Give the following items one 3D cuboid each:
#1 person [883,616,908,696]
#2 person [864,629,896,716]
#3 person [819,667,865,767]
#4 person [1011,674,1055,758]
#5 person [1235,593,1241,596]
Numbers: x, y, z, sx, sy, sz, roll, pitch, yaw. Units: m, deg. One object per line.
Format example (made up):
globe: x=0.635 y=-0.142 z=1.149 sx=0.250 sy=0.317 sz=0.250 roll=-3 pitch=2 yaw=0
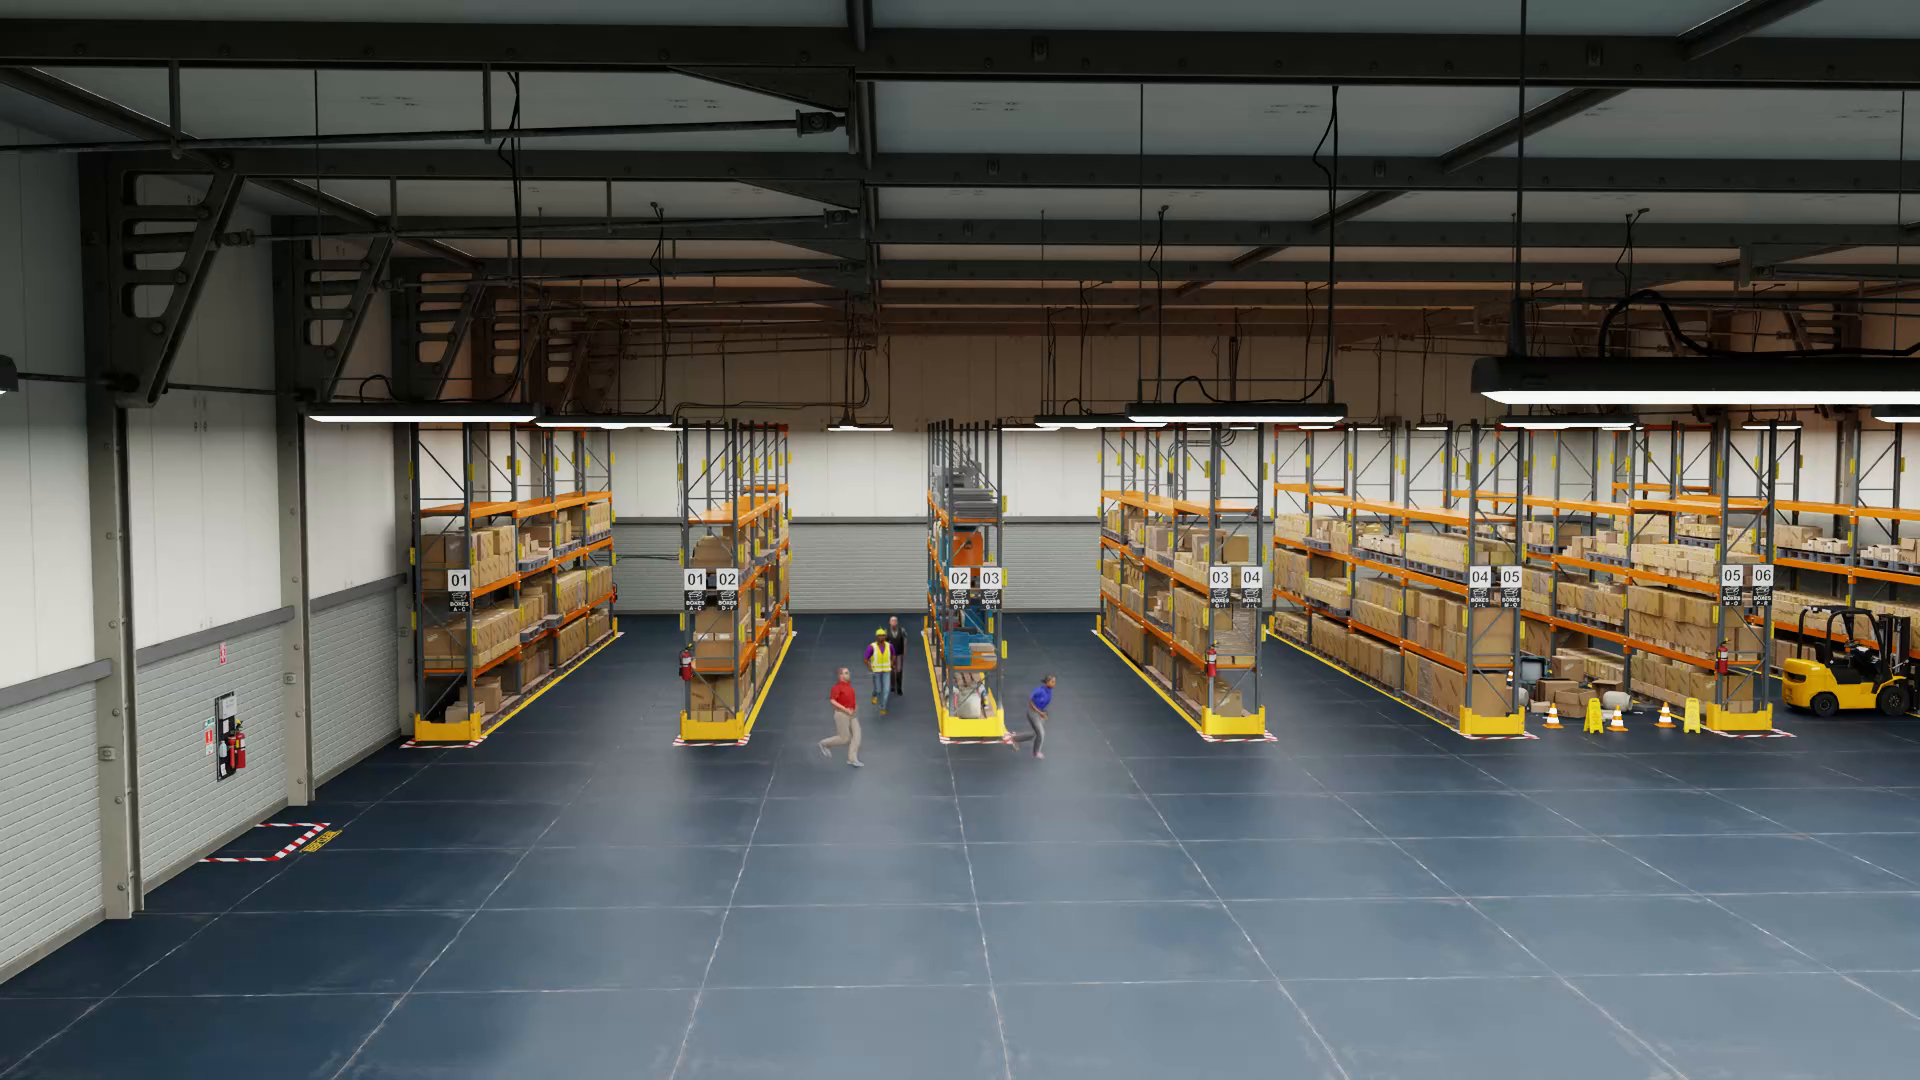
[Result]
person: x=-1.449 y=2.550 z=36.379 sx=0.641 sy=1.762 sz=0.744 roll=0 pitch=4 yaw=-2
person: x=-1.615 y=2.685 z=34.004 sx=0.699 sy=1.738 sz=0.758 roll=-1 pitch=4 yaw=-16
person: x=-2.021 y=3.051 z=28.732 sx=0.829 sy=1.715 sz=0.673 roll=2 pitch=4 yaw=24
person: x=1.297 y=3.105 z=29.434 sx=0.910 sy=1.534 sz=0.563 roll=3 pitch=4 yaw=36
person: x=7.738 y=1.833 z=47.260 sx=0.731 sy=1.820 sz=0.817 roll=1 pitch=4 yaw=10
